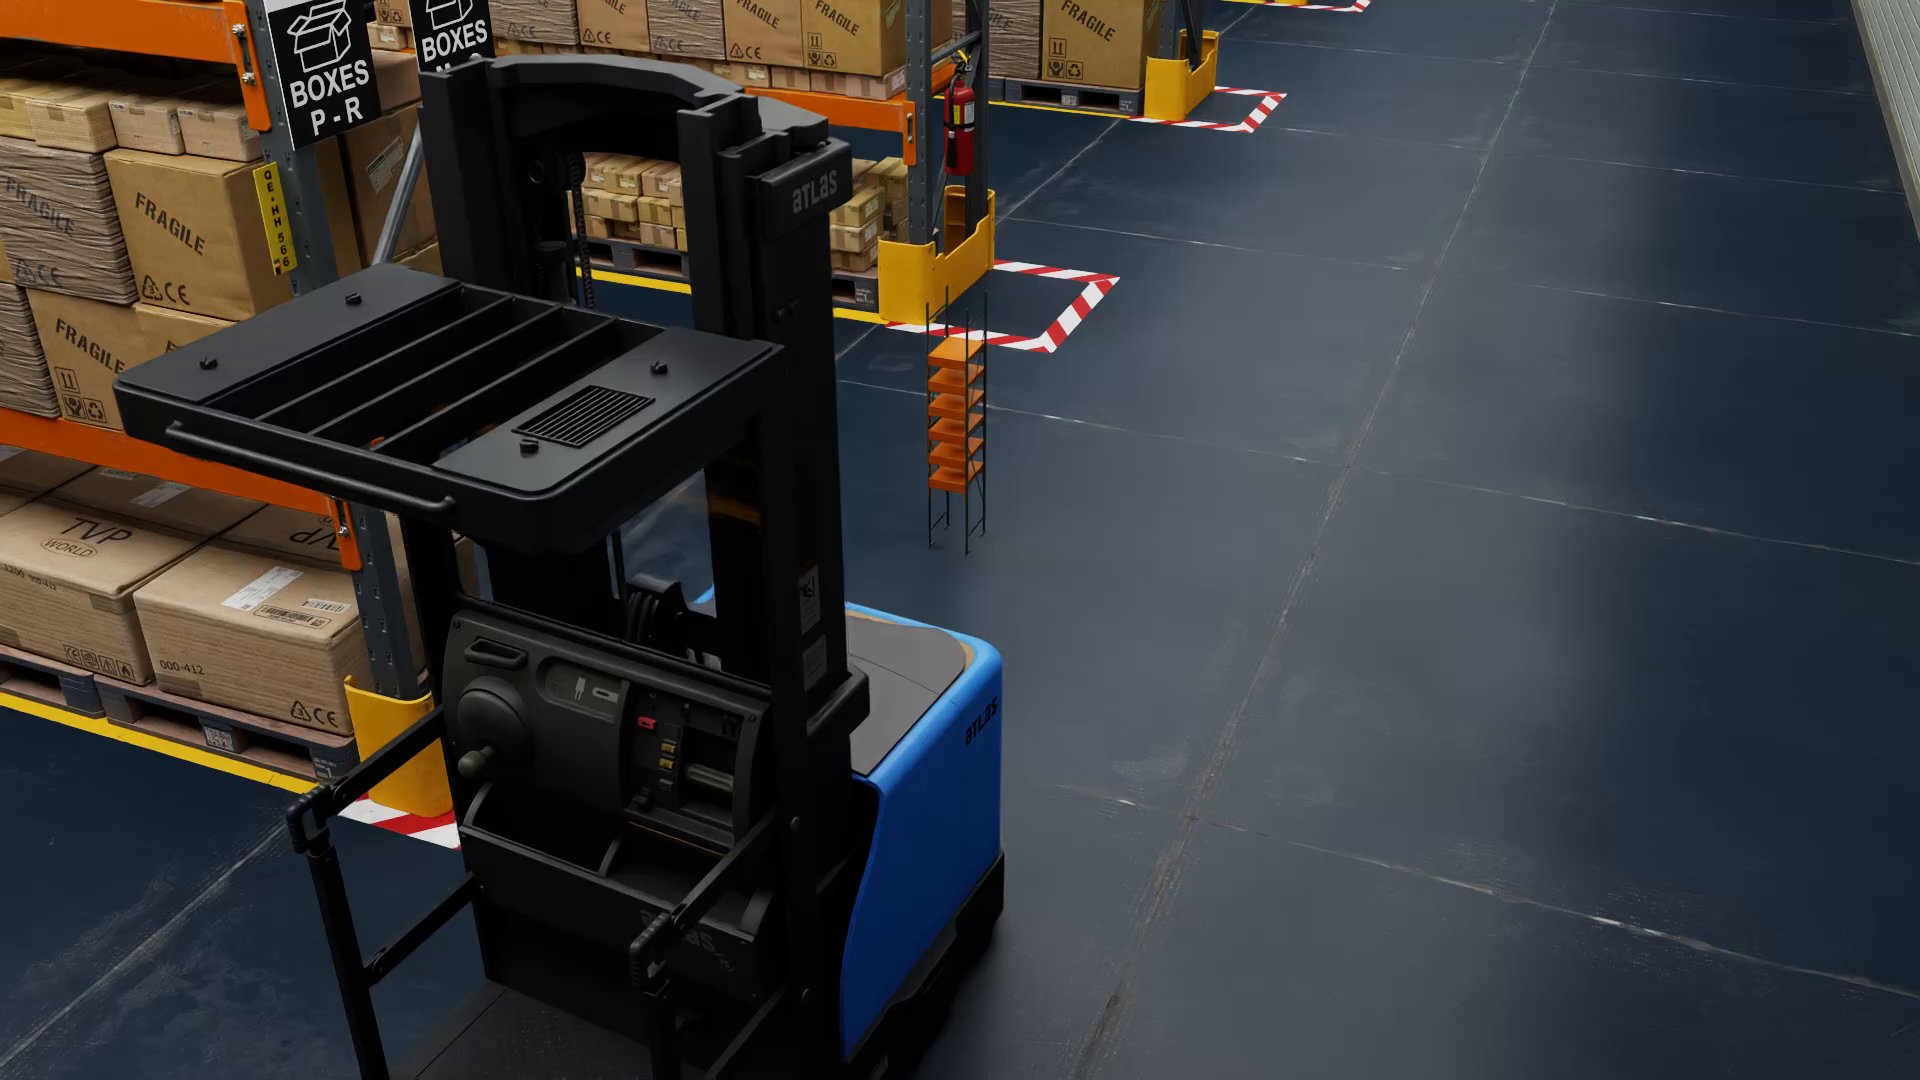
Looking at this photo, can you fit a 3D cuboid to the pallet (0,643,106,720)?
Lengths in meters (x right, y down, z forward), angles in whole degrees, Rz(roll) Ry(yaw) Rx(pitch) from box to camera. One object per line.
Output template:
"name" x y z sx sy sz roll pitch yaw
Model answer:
"pallet" -3.729 0.276 7.047 1.213 0.211 1.003 11 31 19

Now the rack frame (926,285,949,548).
"rack frame" -0.098 -0.542 7.489 0.006 1.200 0.240 11 31 19

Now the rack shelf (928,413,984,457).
"rack shelf" -0.013 -0.486 7.481 0.180 0.103 0.258 11 31 19

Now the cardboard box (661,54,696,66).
"cardboard box" -1.633 -2.975 10.221 0.250 0.149 0.380 10 31 17

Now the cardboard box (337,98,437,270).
"cardboard box" -2.169 -1.296 5.878 0.500 0.500 0.500 11 31 18

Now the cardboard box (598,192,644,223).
"cardboard box" -2.124 -2.193 10.749 0.250 0.149 0.380 12 31 20

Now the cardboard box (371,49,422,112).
"cardboard box" -2.057 -1.552 5.671 0.250 0.149 0.380 12 32 20

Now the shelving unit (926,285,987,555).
"shelving unit" -0.013 -0.525 7.459 0.189 1.200 0.258 11 31 19

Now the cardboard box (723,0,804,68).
"cardboard box" -1.053 -3.111 9.802 0.500 0.500 0.500 11 31 18

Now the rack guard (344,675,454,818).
"rack guard" -1.809 0.494 6.369 0.348 0.500 1.175 11 31 19

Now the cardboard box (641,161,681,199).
"cardboard box" -1.838 -2.321 10.674 0.250 0.149 0.380 10 31 17

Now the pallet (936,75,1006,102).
"pallet" -0.003 -4.242 15.041 1.213 0.211 1.003 11 31 19

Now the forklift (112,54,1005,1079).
"forklift" -0.977 0.508 3.873 1.130 2.935 3.031 14 32 23

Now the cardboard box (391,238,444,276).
"cardboard box" -2.168 -0.862 6.125 0.500 0.500 0.500 11 31 19

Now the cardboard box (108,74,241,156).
"cardboard box" -2.484 -1.371 5.351 0.250 0.149 0.380 12 32 20

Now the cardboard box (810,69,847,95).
"cardboard box" -0.689 -2.760 9.840 0.250 0.149 0.380 11 31 19

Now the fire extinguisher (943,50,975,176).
"fire extinguisher" -0.004 -2.422 9.444 0.183 0.674 0.296 11 31 19

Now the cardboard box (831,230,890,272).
"cardboard box" -0.630 -1.819 10.390 0.250 0.149 0.380 12 32 20

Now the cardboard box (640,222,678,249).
"cardboard box" -1.859 -2.026 10.757 0.250 0.149 0.380 12 32 20

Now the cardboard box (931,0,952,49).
"cardboard box" -0.376 -3.257 10.060 0.500 0.500 0.500 13 32 21

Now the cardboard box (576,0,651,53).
"cardboard box" -1.984 -3.298 10.132 0.500 0.500 0.500 13 32 22

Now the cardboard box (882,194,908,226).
"cardboard box" -0.453 -2.160 10.691 0.250 0.149 0.380 13 32 21

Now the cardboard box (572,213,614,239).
"cardboard box" -2.337 -2.121 10.925 0.250 0.149 0.380 10 31 18

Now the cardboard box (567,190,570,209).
"cardboard box" -2.553 -2.326 10.984 0.250 0.149 0.380 13 32 21

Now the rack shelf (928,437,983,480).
"rack shelf" -0.013 -0.382 7.540 0.180 0.103 0.258 11 31 19

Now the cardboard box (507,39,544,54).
"cardboard box" -2.638 -3.135 10.503 0.250 0.149 0.380 12 32 20

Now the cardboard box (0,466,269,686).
"cardboard box" -3.332 0.092 6.717 0.875 0.438 0.875 12 32 20

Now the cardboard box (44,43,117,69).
"cardboard box" -3.038 -1.733 5.991 0.250 0.149 0.380 12 31 20

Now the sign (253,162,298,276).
"sign" -2.049 -0.961 4.985 0.005 0.325 0.100 11 31 19

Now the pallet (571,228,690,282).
"pallet" -2.001 -2.068 11.194 1.213 0.211 1.003 11 31 19

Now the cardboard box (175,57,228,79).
"cardboard box" -2.524 -1.668 5.877 0.250 0.149 0.380 12 32 21

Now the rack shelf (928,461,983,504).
"rack shelf" -0.013 -0.277 7.599 0.180 0.103 0.258 11 31 19

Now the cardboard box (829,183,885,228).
"cardboard box" -0.650 -2.058 10.208 0.250 0.149 0.380 12 32 20

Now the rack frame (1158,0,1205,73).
"rack frame" 1.894 -5.118 13.756 0.127 3.000 1.000 11 31 19

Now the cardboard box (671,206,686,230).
"cardboard box" -1.627 -2.099 10.583 0.250 0.149 0.380 12 32 20

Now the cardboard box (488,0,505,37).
"cardboard box" -2.945 -3.493 10.477 0.500 0.500 0.500 11 31 19

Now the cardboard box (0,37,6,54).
"cardboard box" -3.478 -1.858 6.212 0.250 0.149 0.380 11 31 18

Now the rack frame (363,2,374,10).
"rack frame" -3.771 -3.615 11.097 0.127 3.000 1.000 11 31 19

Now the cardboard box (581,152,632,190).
"cardboard box" -2.305 -2.420 10.849 0.250 0.149 0.380 10 31 17

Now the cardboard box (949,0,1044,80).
"cardboard box" 0.428 -4.626 14.618 0.875 0.875 0.875 11 31 19

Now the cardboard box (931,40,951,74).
"cardboard box" -0.241 -2.975 10.220 0.250 0.149 0.380 11 31 19

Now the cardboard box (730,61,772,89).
"cardboard box" -1.172 -2.836 9.974 0.250 0.149 0.380 12 32 20

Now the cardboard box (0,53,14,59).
"cardboard box" -3.443 -1.546 5.660 0.250 0.149 0.380 12 32 20

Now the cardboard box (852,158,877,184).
"cardboard box" -0.723 -2.323 10.678 0.250 0.149 0.380 12 32 20

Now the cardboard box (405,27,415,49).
"cardboard box" -3.364 -3.290 10.777 0.250 0.149 0.380 12 32 21

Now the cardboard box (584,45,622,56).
"cardboard box" -2.127 -3.054 10.360 0.250 0.149 0.380 13 32 21

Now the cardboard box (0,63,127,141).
"cardboard box" -2.973 -1.446 5.483 0.250 0.149 0.380 12 32 20

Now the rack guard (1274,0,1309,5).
"rack guard" 3.784 -6.289 18.369 0.348 0.500 1.175 11 31 19

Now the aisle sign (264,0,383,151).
"aisle sign" -1.882 -1.576 4.848 0.004 0.787 0.394 11 31 19

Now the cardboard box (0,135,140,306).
"cardboard box" -2.863 -1.142 5.604 0.500 0.500 0.500 11 31 19

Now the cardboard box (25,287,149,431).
"cardboard box" -2.838 -0.711 5.857 0.500 0.500 0.500 11 31 18

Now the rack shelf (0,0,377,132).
"rack shelf" -3.685 -1.962 5.855 4.000 0.370 1.077 11 31 19
